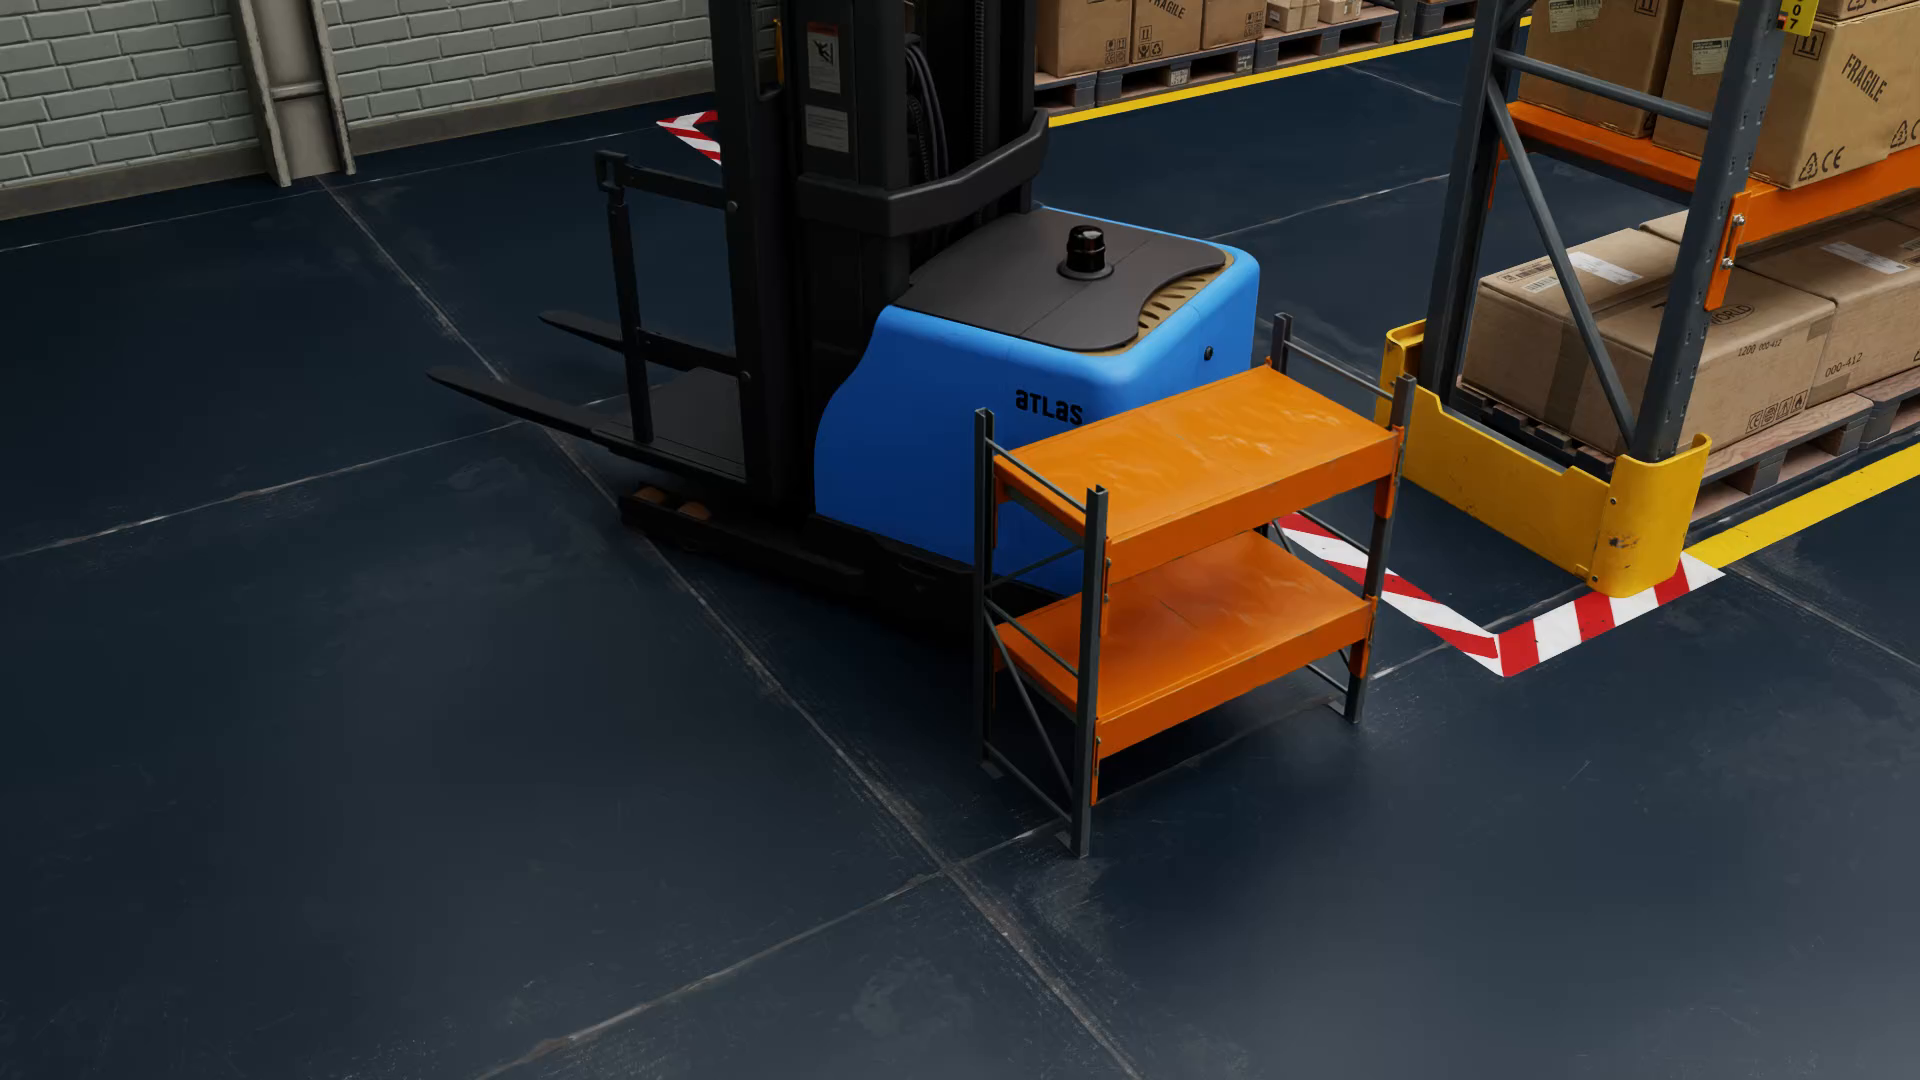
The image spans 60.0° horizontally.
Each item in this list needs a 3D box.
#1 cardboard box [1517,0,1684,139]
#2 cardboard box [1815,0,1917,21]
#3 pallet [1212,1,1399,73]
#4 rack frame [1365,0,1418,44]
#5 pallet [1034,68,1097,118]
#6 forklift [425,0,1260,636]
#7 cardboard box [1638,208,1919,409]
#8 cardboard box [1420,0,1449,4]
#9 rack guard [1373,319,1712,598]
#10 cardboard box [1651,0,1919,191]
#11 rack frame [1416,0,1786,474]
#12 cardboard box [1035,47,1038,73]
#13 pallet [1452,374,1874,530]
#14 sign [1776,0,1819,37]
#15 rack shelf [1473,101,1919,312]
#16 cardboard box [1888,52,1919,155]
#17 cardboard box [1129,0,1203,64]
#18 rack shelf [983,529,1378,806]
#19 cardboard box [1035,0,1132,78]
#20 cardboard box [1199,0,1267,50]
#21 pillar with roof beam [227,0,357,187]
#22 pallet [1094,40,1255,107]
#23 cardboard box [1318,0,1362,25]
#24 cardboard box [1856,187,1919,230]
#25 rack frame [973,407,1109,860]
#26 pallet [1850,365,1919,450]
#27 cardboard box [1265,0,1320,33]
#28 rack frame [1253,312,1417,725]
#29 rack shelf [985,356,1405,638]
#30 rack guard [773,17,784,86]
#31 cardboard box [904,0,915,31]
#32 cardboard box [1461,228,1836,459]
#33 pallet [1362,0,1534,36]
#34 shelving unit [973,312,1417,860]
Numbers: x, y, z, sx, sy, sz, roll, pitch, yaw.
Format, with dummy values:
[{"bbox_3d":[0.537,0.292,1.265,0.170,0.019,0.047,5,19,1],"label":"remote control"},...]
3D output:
[{"bbox_3d":[2.252,-1.683,5.513,0.500,0.500,0.500,-19,37,-27],"label":"cardboard box"},{"bbox_3d":[2.548,-1.859,4.854,0.500,0.500,0.500,-20,37,-28],"label":"cardboard box"},{"bbox_3d":[2.082,-3.386,10.920,1.213,0.211,1.003,-19,37,-27],"label":"pallet"},{"bbox_3d":[2.660,-4.764,10.490,0.127,3.000,1.000,-19,37,-27],"label":"rack frame"},{"bbox_3d":[0.031,-2.681,9.802,1.213,0.211,1.003,-19,37,-27],"label":"pallet"},{"bbox_3d":[-0.580,-1.421,5.255,3.031,2.935,1.130,18,36,26],"label":"forklift"},{"bbox_3d":[3.256,-0.980,6.501,0.875,0.438,0.875,-18,36,-26],"label":"cardboard box"},{"bbox_3d":[3.188,-3.923,11.107,0.500,0.500,0.500,-17,36,-25],"label":"cardboard box"},{"bbox_3d":[1.970,-0.318,5.786,0.348,0.500,1.175,-19,37,-27],"label":"rack guard"},{"bbox_3d":[2.549,-1.435,5.119,0.500,0.500,0.500,-19,37,-28],"label":"cardboard box"},{"bbox_3d":[1.990,-1.383,5.130,0.127,3.000,1.000,-19,37,-27],"label":"rack frame"},{"bbox_3d":[0.241,-2.819,9.686,0.250,0.149,0.380,-21,38,-29],"label":"cardboard box"},{"bbox_3d":[2.620,-0.469,6.296,1.213,0.211,1.003,-19,37,-27],"label":"pallet"},{"bbox_3d":[2.286,-1.532,4.481,0.005,0.325,0.100,-19,37,-27],"label":"sign"},{"bbox_3d":[3.671,-1.656,6.239,4.000,0.370,1.077,-19,37,-27],"label":"rack shelf"},{"bbox_3d":[2.959,-1.594,5.371,0.500,0.500,0.500,-20,37,-28],"label":"cardboard box"},{"bbox_3d":[1.101,-3.200,9.960,0.500,0.500,0.500,-18,37,-26],"label":"cardboard box"},{"bbox_3d":[0.610,0.312,4.659,1.000,0.278,0.538,-20,37,-28],"label":"rack shelf"},{"bbox_3d":[0.603,-3.092,9.789,0.500,0.500,0.700,-17,36,-25],"label":"cardboard box"},{"bbox_3d":[1.475,-3.392,10.265,0.500,0.500,0.700,-20,38,-29],"label":"cardboard box"},{"bbox_3d":[-1.124,-3.839,3.401,0.400,9.000,9.100,-19,37,-27],"label":"pillar with roof beam"},{"bbox_3d":[1.056,-3.031,10.358,1.213,0.211,1.003,-19,37,-27],"label":"pallet"},{"bbox_3d":[2.351,-3.443,10.675,0.250,0.149,0.380,-20,37,-29],"label":"cardboard box"},{"bbox_3d":[4.014,-1.240,6.913,0.875,0.438,0.875,-20,37,-29],"label":"cardboard box"},{"bbox_3d":[0.189,0.258,4.287,0.032,1.125,0.500,-20,37,-28],"label":"rack frame"},{"bbox_3d":[3.644,-0.820,6.852,1.213,0.211,1.003,-19,37,-27],"label":"pallet"},{"bbox_3d":[2.051,-3.389,10.480,0.258,0.266,0.396,-18,36,-26],"label":"cardboard box"},{"bbox_3d":[1.030,-0.047,4.771,0.032,1.125,0.500,-20,37,-28],"label":"rack frame"},{"bbox_3d":[0.610,-0.142,4.373,1.000,0.278,0.538,-20,37,-28],"label":"rack shelf"},{"bbox_3d":[-0.638,-2.572,9.359,0.348,0.500,1.175,-19,37,-27],"label":"rack guard"},{"bbox_3d":[-0.137,-2.863,9.424,0.637,0.503,0.797,-21,38,-29],"label":"cardboard box"},{"bbox_3d":[2.491,-0.712,6.075,0.875,0.438,0.875,-20,38,-29],"label":"cardboard box"},{"bbox_3d":[3.323,-3.836,11.634,1.213,0.211,1.003,-19,37,-27],"label":"pallet"},{"bbox_3d":[0.610,0.105,4.529,1.048,1.125,0.538,-20,37,-28],"label":"shelving unit"}]
